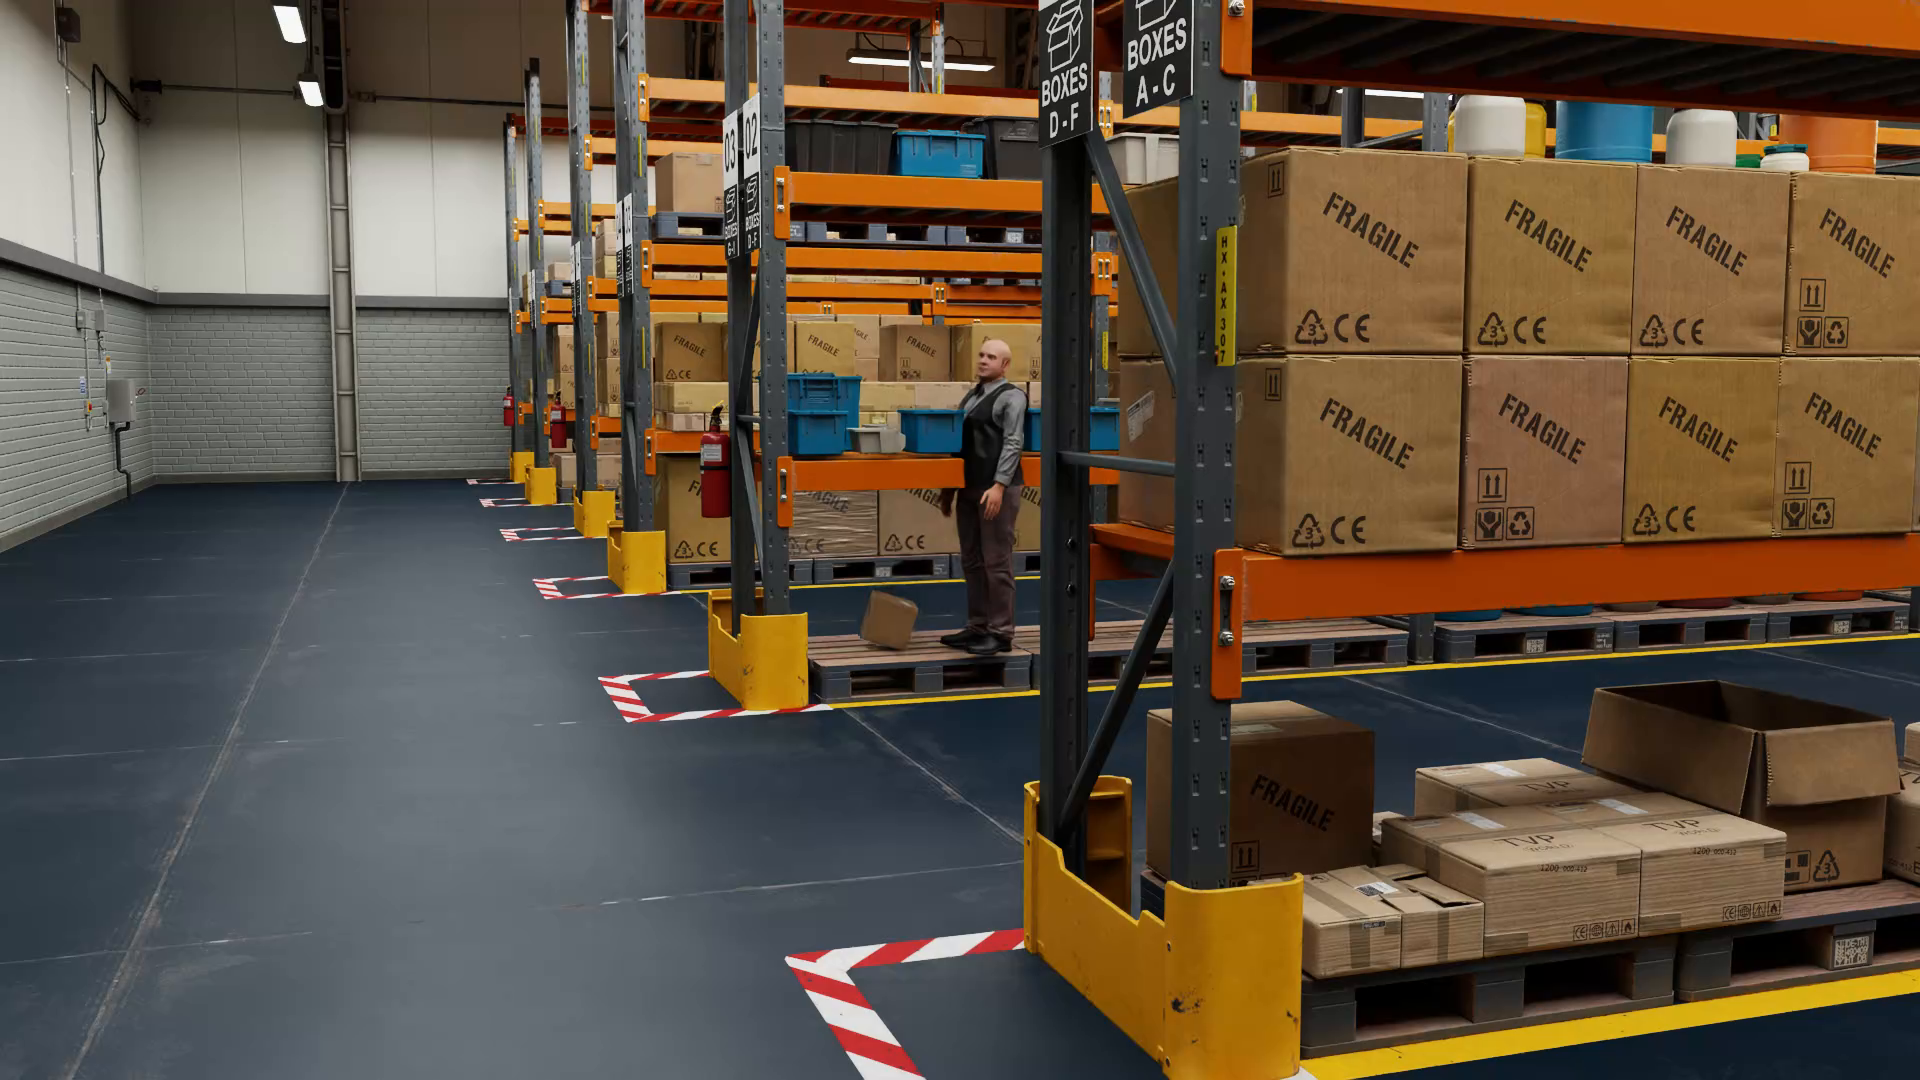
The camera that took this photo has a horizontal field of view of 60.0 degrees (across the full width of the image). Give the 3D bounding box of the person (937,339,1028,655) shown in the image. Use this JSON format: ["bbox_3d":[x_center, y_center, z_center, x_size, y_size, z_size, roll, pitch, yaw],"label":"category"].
[{"bbox_3d":[0.129,-0.244,9.195,0.399,1.725,0.564,-3,7,-32],"label":"person"}]
